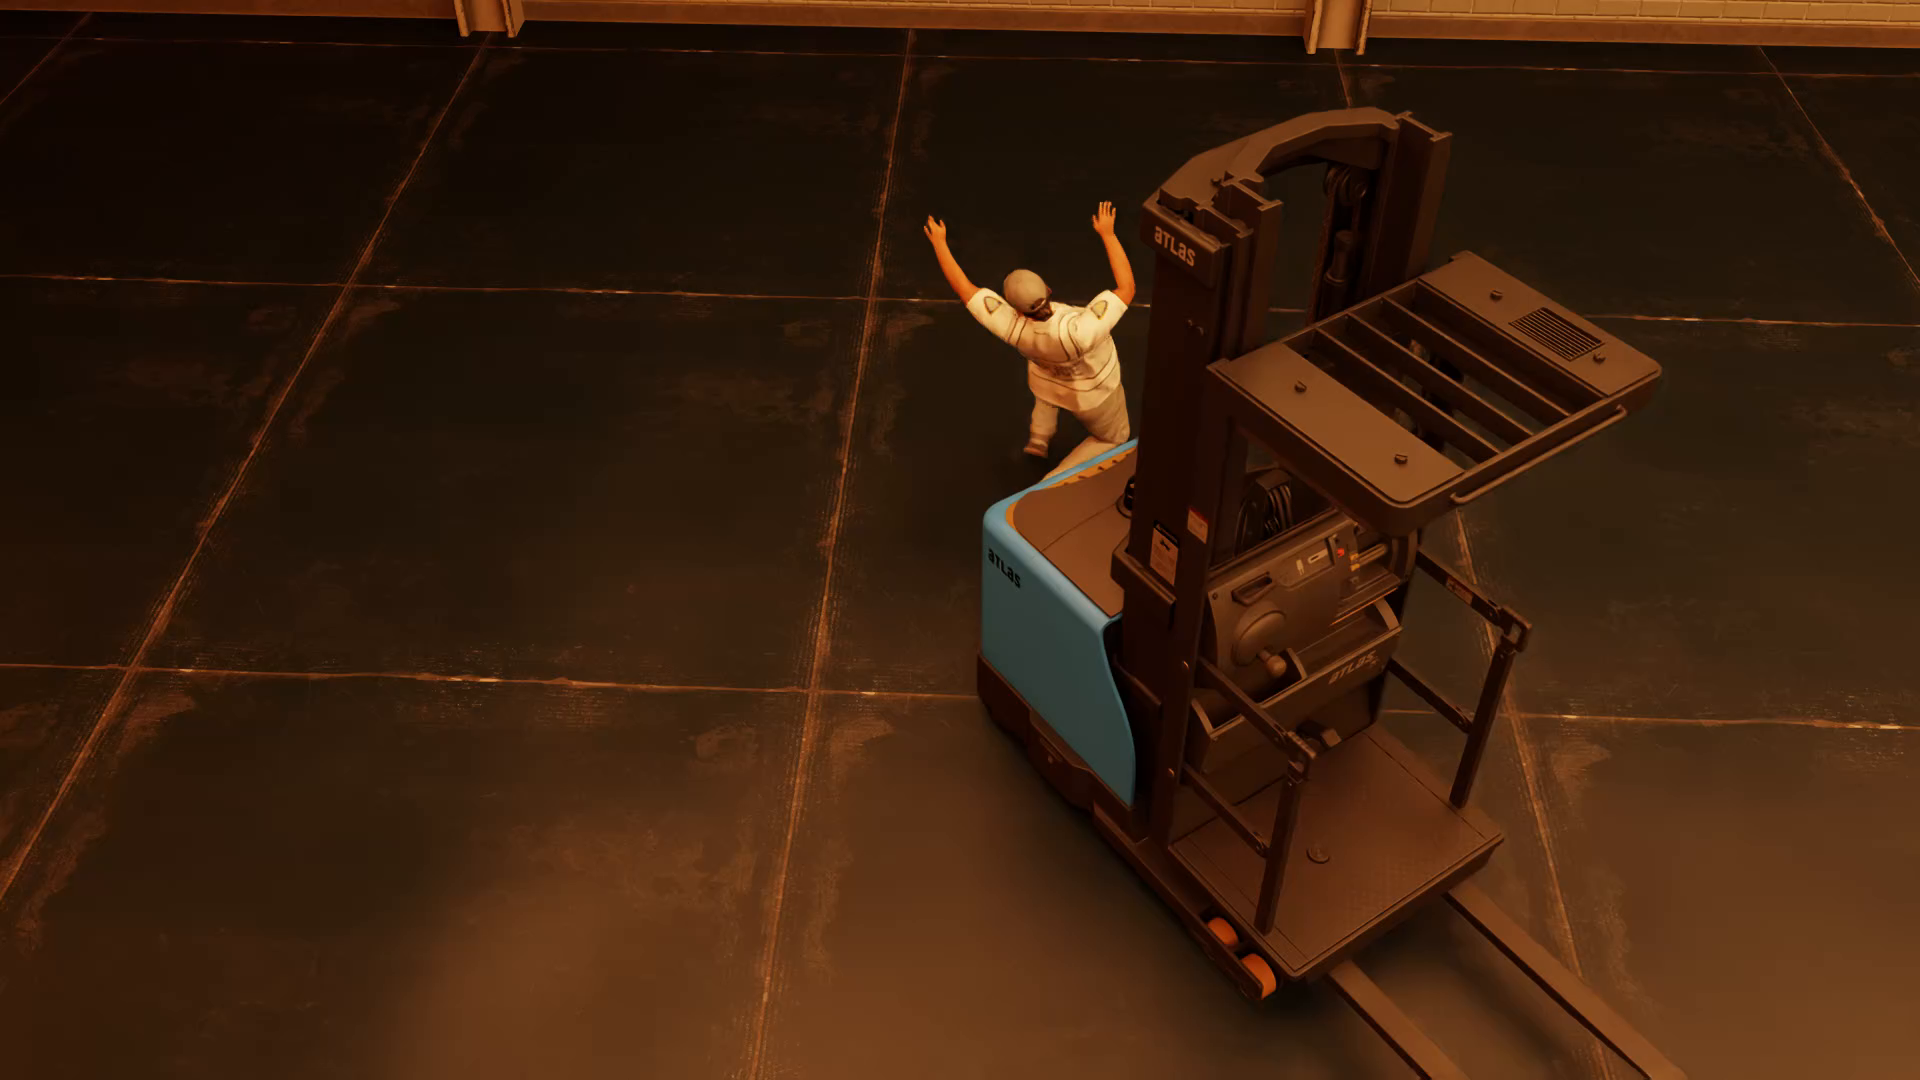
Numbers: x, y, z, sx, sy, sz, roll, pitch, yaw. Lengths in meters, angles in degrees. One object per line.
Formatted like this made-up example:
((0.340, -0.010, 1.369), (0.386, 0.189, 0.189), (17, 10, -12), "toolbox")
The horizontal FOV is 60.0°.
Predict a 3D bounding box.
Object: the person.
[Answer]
((0.348, -0.913, 7.785), (1.011, 1.577, 0.777), (25, 48, 25), "person")

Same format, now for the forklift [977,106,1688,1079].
((1.324, 0.221, 5.500), (1.130, 2.935, 3.031), (-25, 48, -25), "forklift")
